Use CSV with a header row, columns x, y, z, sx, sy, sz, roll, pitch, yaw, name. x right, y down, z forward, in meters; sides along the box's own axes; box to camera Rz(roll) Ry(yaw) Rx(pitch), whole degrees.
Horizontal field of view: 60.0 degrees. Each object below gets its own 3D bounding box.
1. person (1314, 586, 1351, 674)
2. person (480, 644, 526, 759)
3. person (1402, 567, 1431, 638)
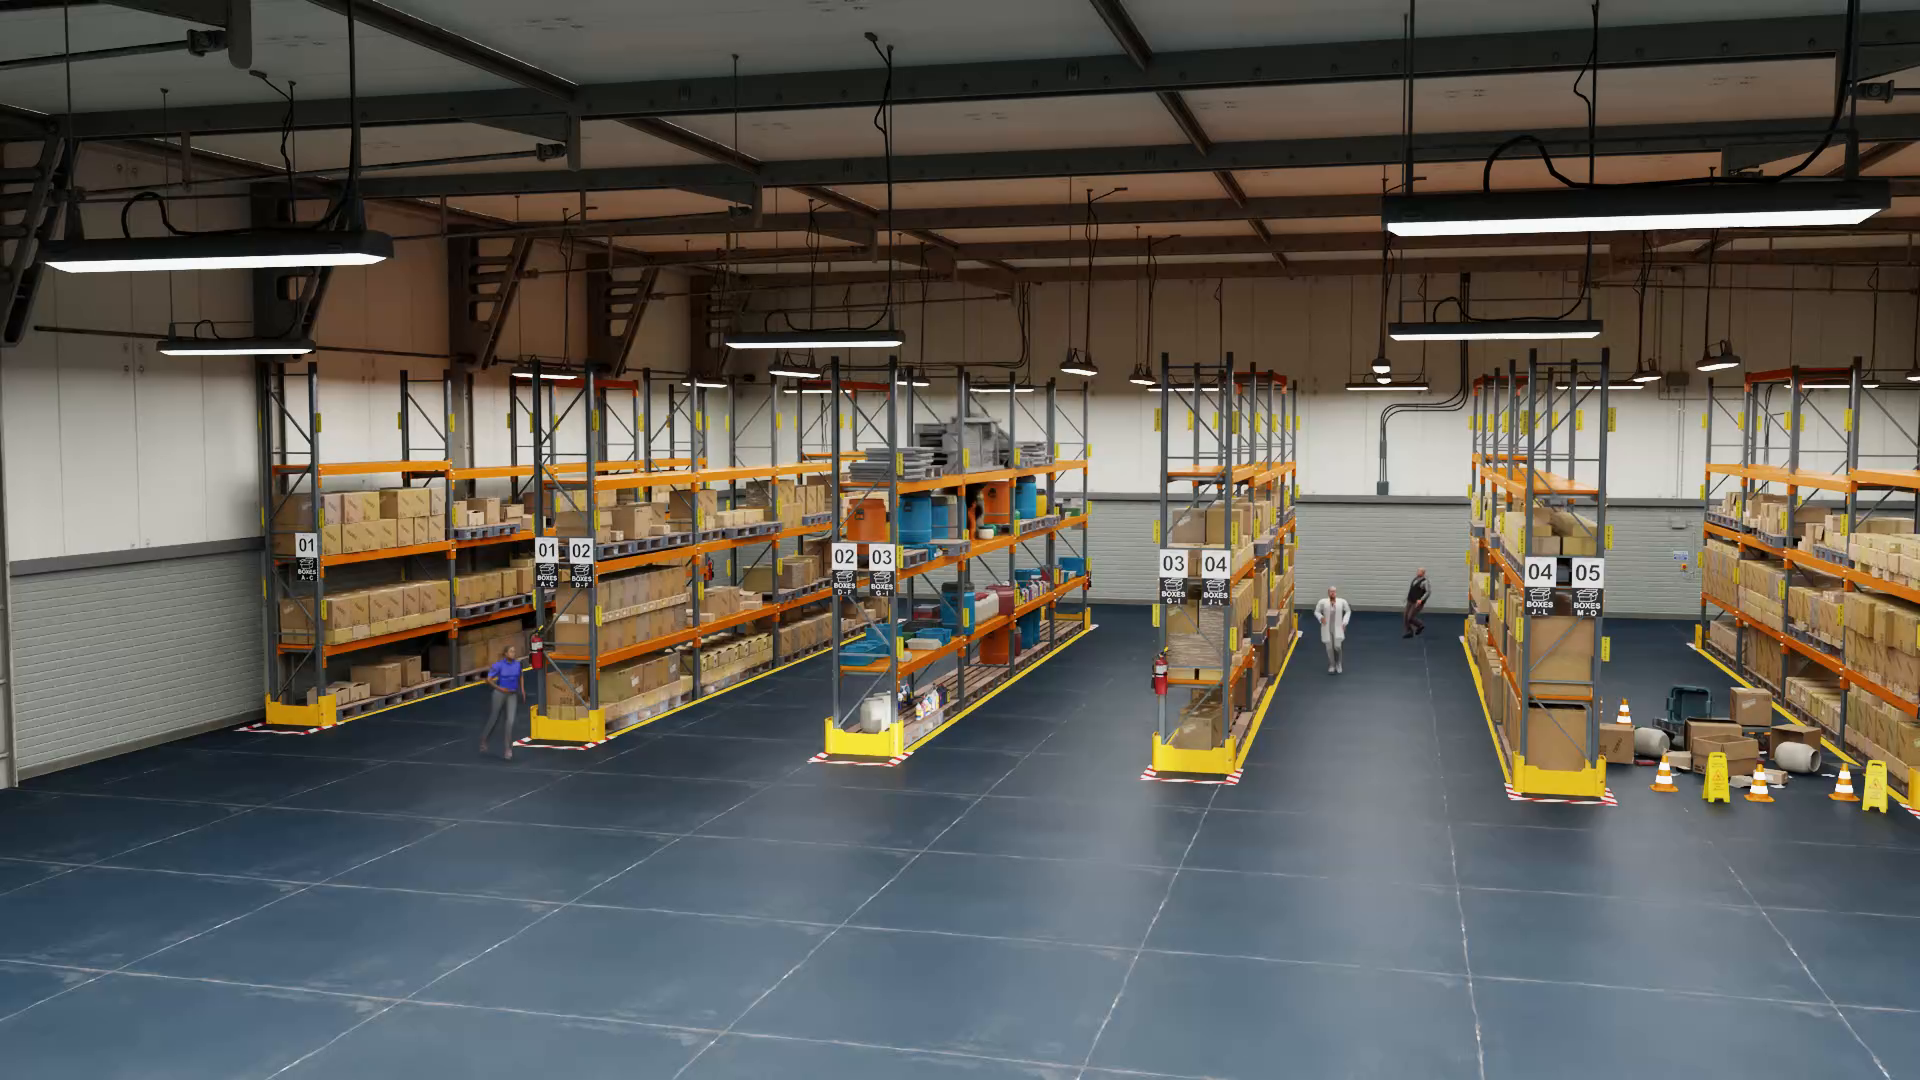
x,y,z,sx,sy,sz,roll,pitch,yaw,name
7.407,1.795,33.122,0.705,1.750,0.679,1,4,15,person
-6.845,2.414,25.104,0.657,1.653,0.832,-3,5,-38,person
10.599,1.464,38.629,0.538,1.674,0.713,-2,4,-22,person
